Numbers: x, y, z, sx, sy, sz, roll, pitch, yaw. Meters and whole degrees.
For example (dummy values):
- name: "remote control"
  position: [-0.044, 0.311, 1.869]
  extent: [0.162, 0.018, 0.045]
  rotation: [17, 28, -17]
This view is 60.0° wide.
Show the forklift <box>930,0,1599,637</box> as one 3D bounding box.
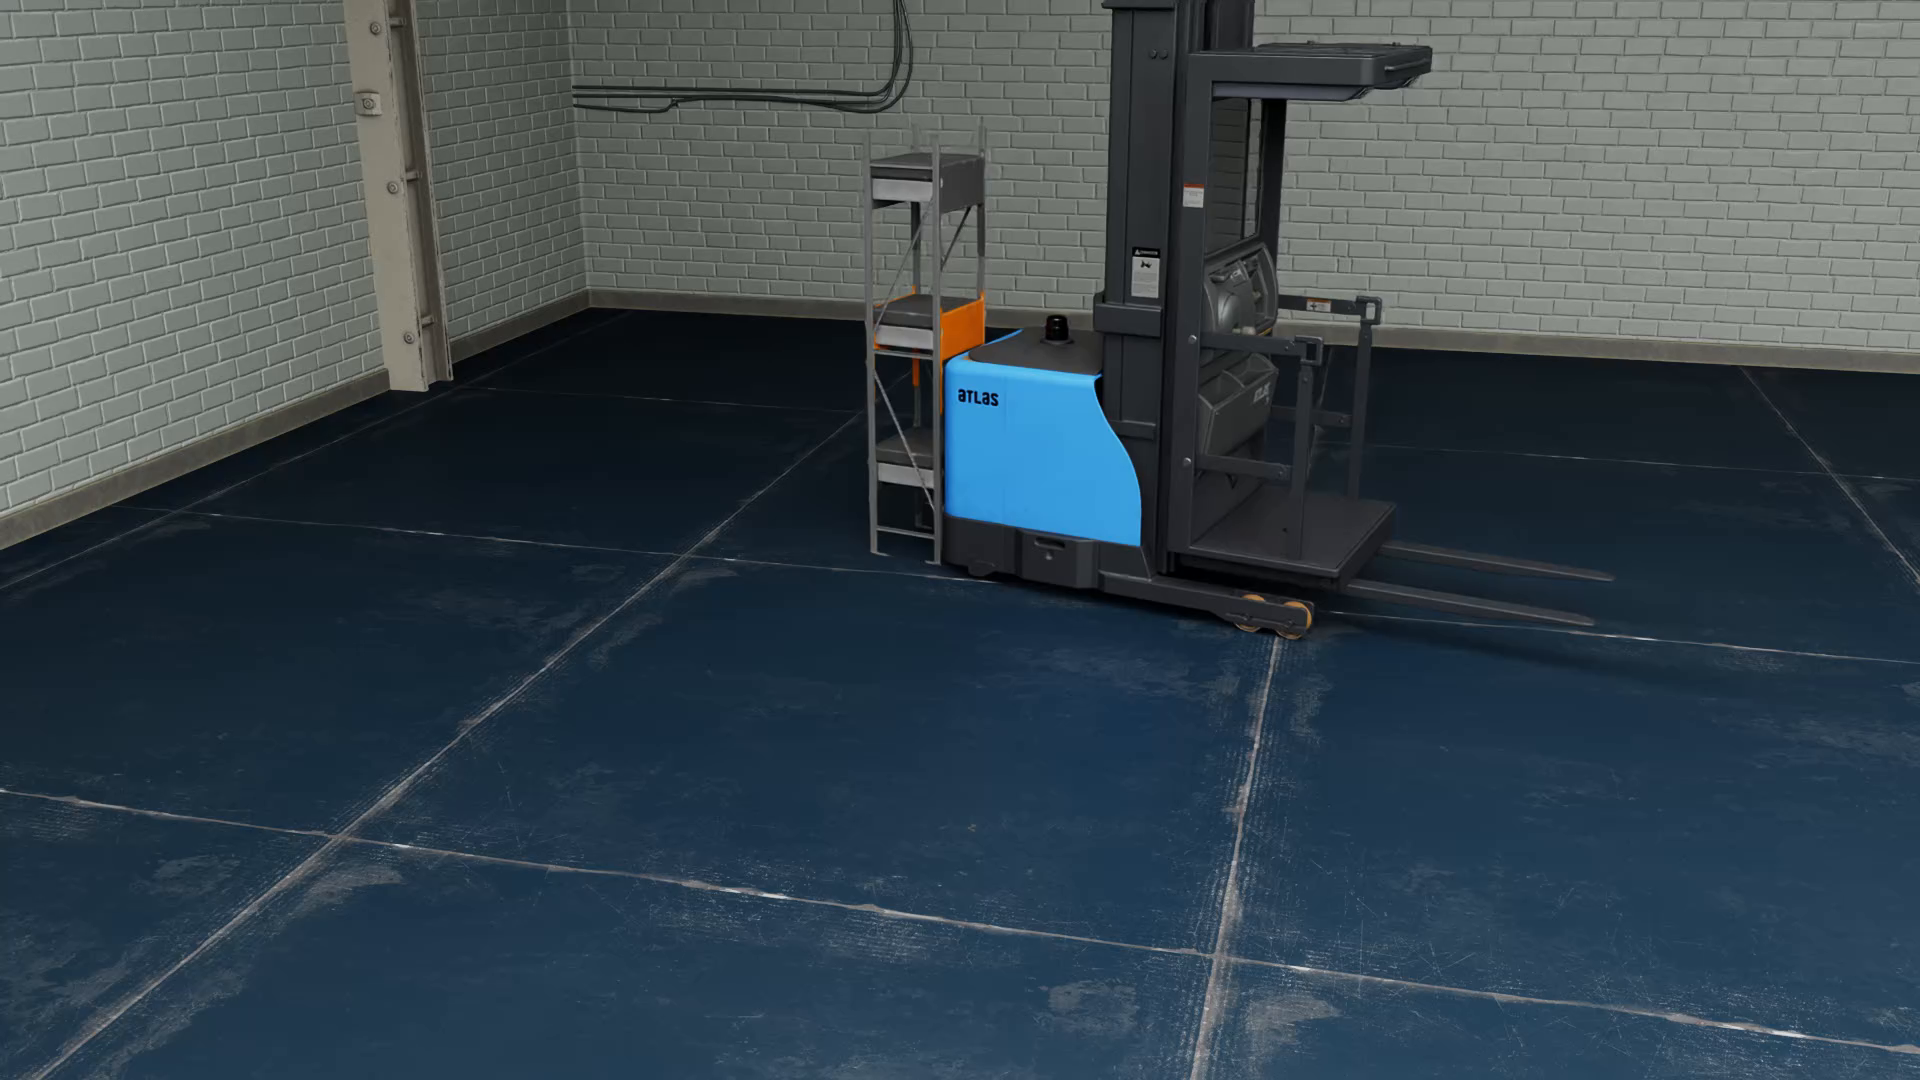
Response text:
- name: "forklift"
  position: [1.402, -1.151, 7.524]
  extent: [3.031, 2.935, 1.130]
  rotation: [10, 21, 26]

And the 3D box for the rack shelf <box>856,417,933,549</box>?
- name: "rack shelf"
  position: [-0.225, -0.300, 8.527]
  extent: [0.431, 0.518, 0.480]
  rotation: [9, 21, 25]

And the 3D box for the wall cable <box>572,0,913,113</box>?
- name: "wall cable"
  position: [-1.884, -4.731, 13.421]
  extent: [3.097, 2.526, 0.112]
  rotation: [5, 19, 13]

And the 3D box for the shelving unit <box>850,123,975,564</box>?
- name: "shelving unit"
  position: [-0.225, -0.976, 8.296]
  extent: [0.431, 2.100, 0.503]
  rotation: [9, 21, 25]

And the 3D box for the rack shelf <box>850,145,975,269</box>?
- name: "rack shelf"
  position: [-0.225, -1.625, 8.074]
  extent: [0.431, 0.518, 0.480]
  rotation: [9, 21, 25]

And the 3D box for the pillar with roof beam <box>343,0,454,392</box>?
- name: "pillar with roof beam"
  position: [0.289, -5.042, 9.526]
  extent: [9.100, 9.000, 0.400]
  rotation: [5, 19, 13]

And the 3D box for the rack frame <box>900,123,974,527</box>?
- name: "rack frame"
  position: [-0.115, -1.046, 8.502]
  extent: [0.400, 2.100, 0.015]
  rotation: [9, 21, 25]

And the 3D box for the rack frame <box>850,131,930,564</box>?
- name: "rack frame"
  position: [-0.334, -0.905, 8.089]
  extent: [0.400, 2.100, 0.015]
  rotation: [9, 21, 25]

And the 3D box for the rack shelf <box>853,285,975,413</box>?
- name: "rack shelf"
  position: [-0.225, -0.963, 8.300]
  extent: [0.431, 0.518, 0.480]
  rotation: [9, 21, 25]
